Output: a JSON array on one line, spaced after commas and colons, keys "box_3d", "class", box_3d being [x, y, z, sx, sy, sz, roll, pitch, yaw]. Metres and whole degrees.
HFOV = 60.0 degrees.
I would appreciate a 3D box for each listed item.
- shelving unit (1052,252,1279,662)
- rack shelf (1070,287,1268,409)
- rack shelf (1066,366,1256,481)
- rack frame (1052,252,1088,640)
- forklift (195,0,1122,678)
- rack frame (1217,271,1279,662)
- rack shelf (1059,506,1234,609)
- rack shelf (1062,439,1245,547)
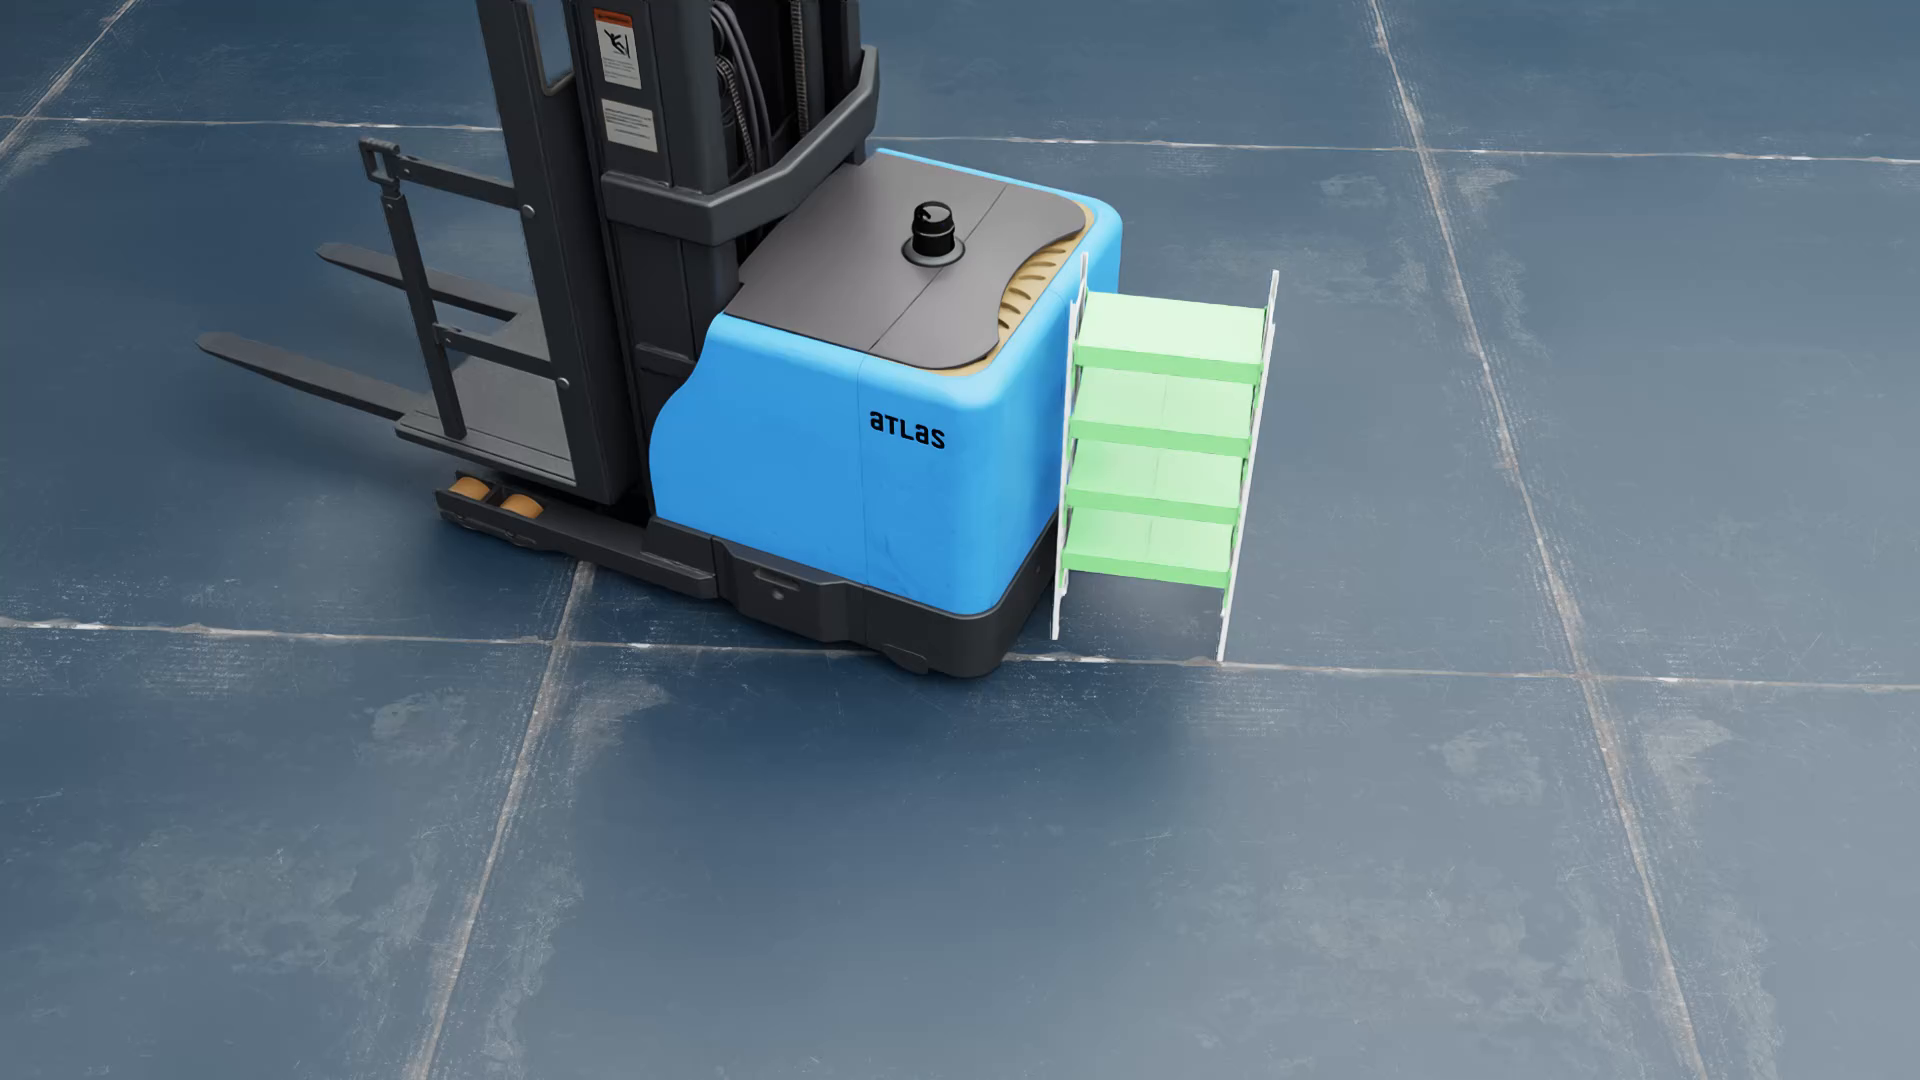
[{"box_3d": [0.542, -0.194, 4.578, 0.503, 1.200, 0.258, 7, 43, 8], "class": "shelving unit"}, {"box_3d": [0.542, -0.498, 4.294, 0.480, 0.148, 0.258, 7, 43, 8], "class": "rack shelf"}, {"box_3d": [0.542, -0.323, 4.458, 0.480, 0.148, 0.258, 7, 43, 8], "class": "rack shelf"}, {"box_3d": [0.302, -0.224, 4.610, 0.015, 1.200, 0.240, 7, 43, 8], "class": "rack frame"}, {"box_3d": [-1.086, -1.359, 4.559, 3.031, 2.935, 1.130, 17, 46, 18], "class": "forklift"}, {"box_3d": [0.782, -0.164, 4.546, 0.015, 1.200, 0.240, 7, 43, 8], "class": "rack frame"}, {"box_3d": [0.542, 0.029, 4.785, 0.480, 0.148, 0.258, 7, 43, 8], "class": "rack shelf"}, {"box_3d": [0.542, -0.147, 4.621, 0.480, 0.148, 0.258, 7, 43, 8], "class": "rack shelf"}]
